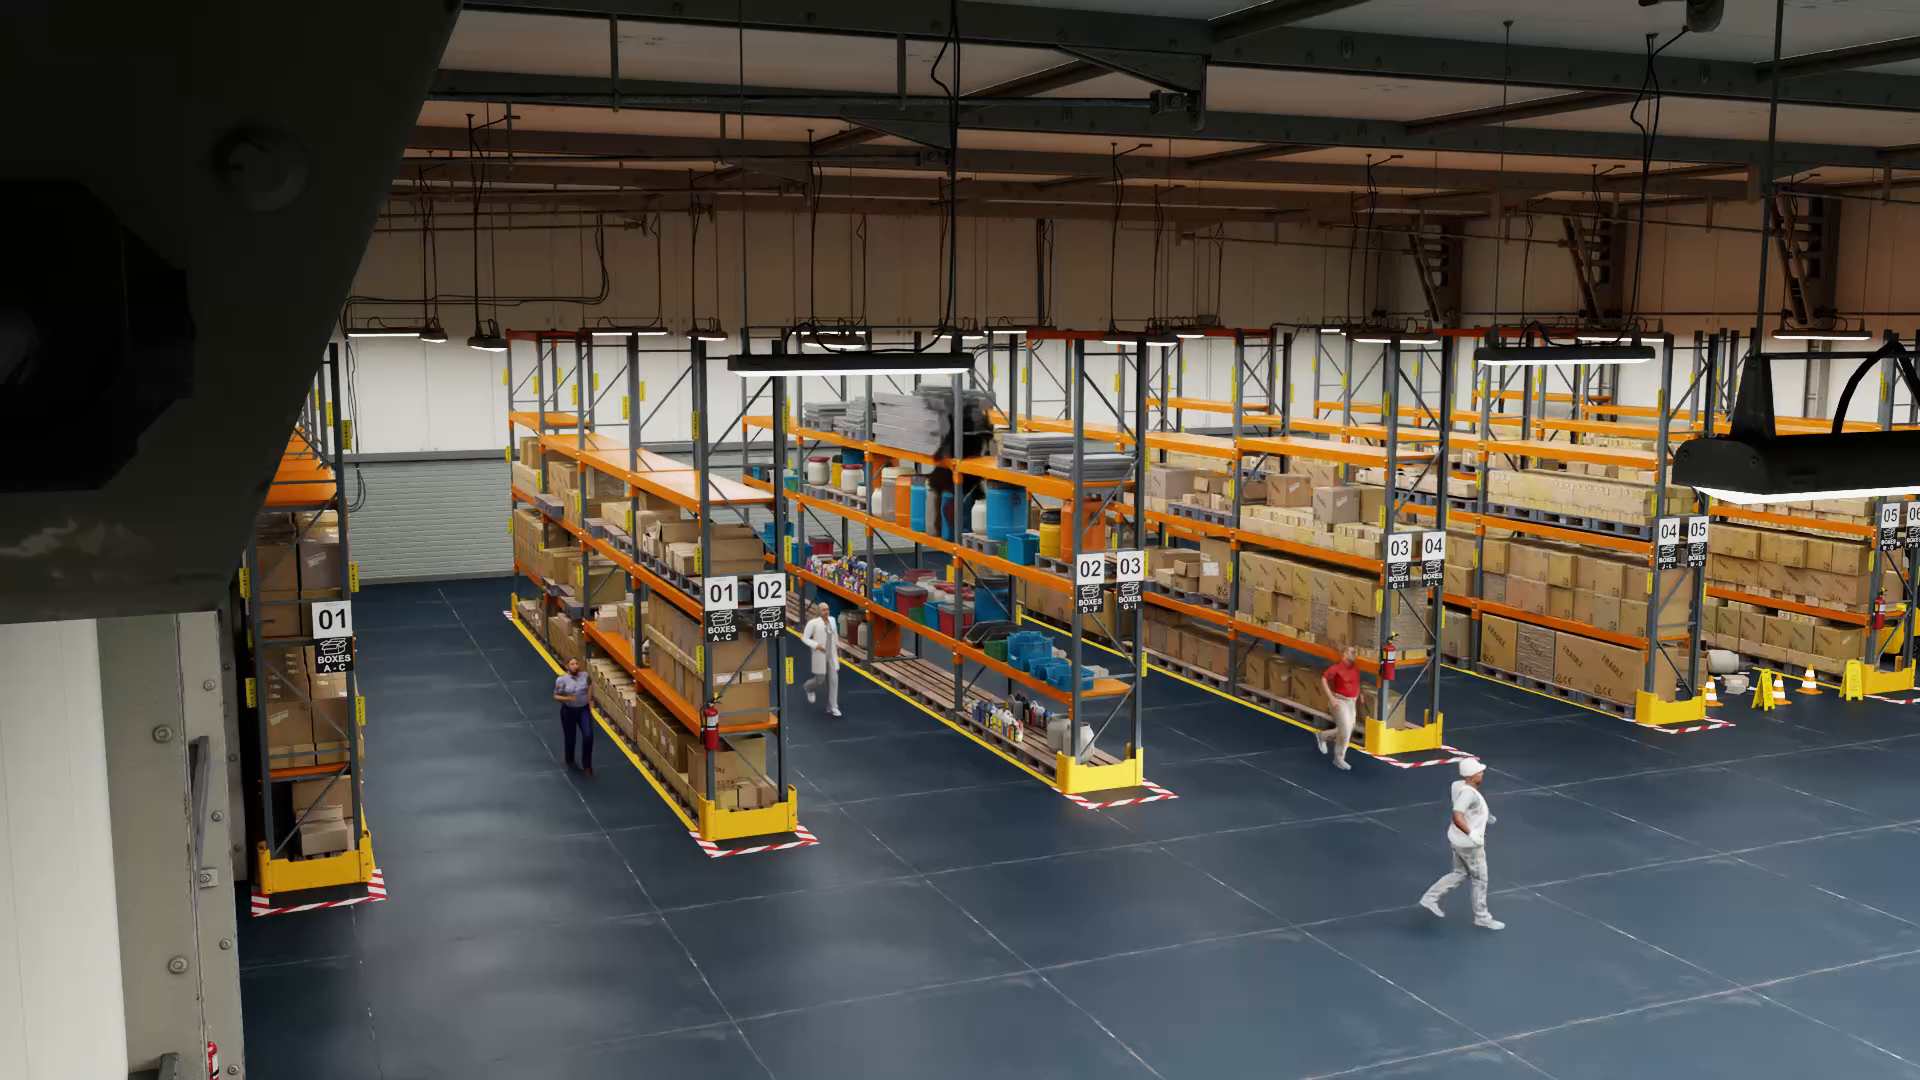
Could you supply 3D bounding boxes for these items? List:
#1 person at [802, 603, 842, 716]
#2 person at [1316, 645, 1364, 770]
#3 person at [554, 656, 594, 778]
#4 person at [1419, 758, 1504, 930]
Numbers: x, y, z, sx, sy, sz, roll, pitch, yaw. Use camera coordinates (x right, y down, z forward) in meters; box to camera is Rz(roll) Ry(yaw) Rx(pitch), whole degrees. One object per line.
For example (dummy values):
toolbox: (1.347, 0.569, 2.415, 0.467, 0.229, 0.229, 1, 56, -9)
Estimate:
person: (-2.176, 1.865, 26.452, 0.709, 1.767, 1.018, -5, 9, -32)
person: (5.394, 2.331, 23.516, 0.702, 1.699, 0.724, -6, 10, -38)
person: (-5.294, 2.471, 22.898, 0.583, 1.622, 0.746, -3, 8, -24)
person: (5.213, 3.122, 17.154, 0.859, 1.789, 0.681, 0, 8, 3)
